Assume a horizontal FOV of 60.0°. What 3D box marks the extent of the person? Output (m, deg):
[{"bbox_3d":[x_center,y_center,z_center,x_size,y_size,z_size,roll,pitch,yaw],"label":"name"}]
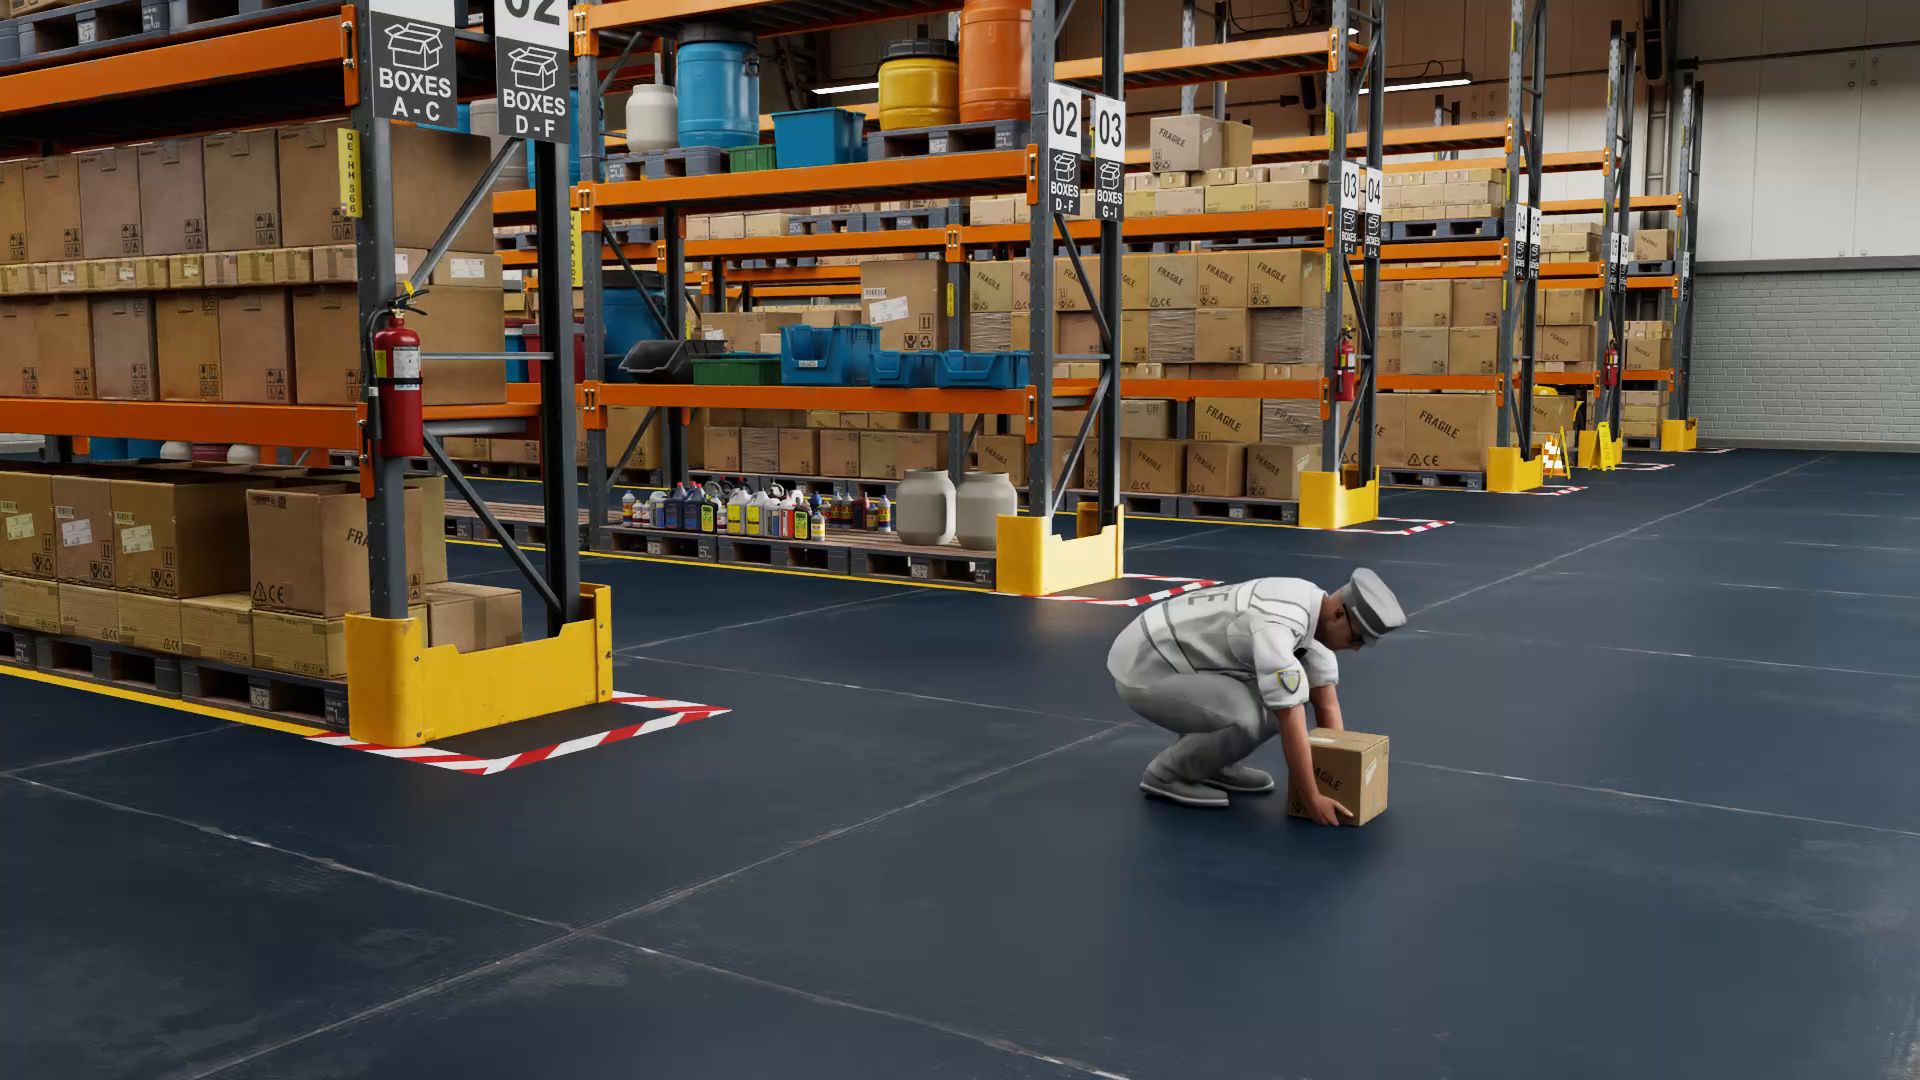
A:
[{"bbox_3d":[1.009,0.521,5.635,0.963,0.893,0.532,4,7,33],"label":"person"}]
